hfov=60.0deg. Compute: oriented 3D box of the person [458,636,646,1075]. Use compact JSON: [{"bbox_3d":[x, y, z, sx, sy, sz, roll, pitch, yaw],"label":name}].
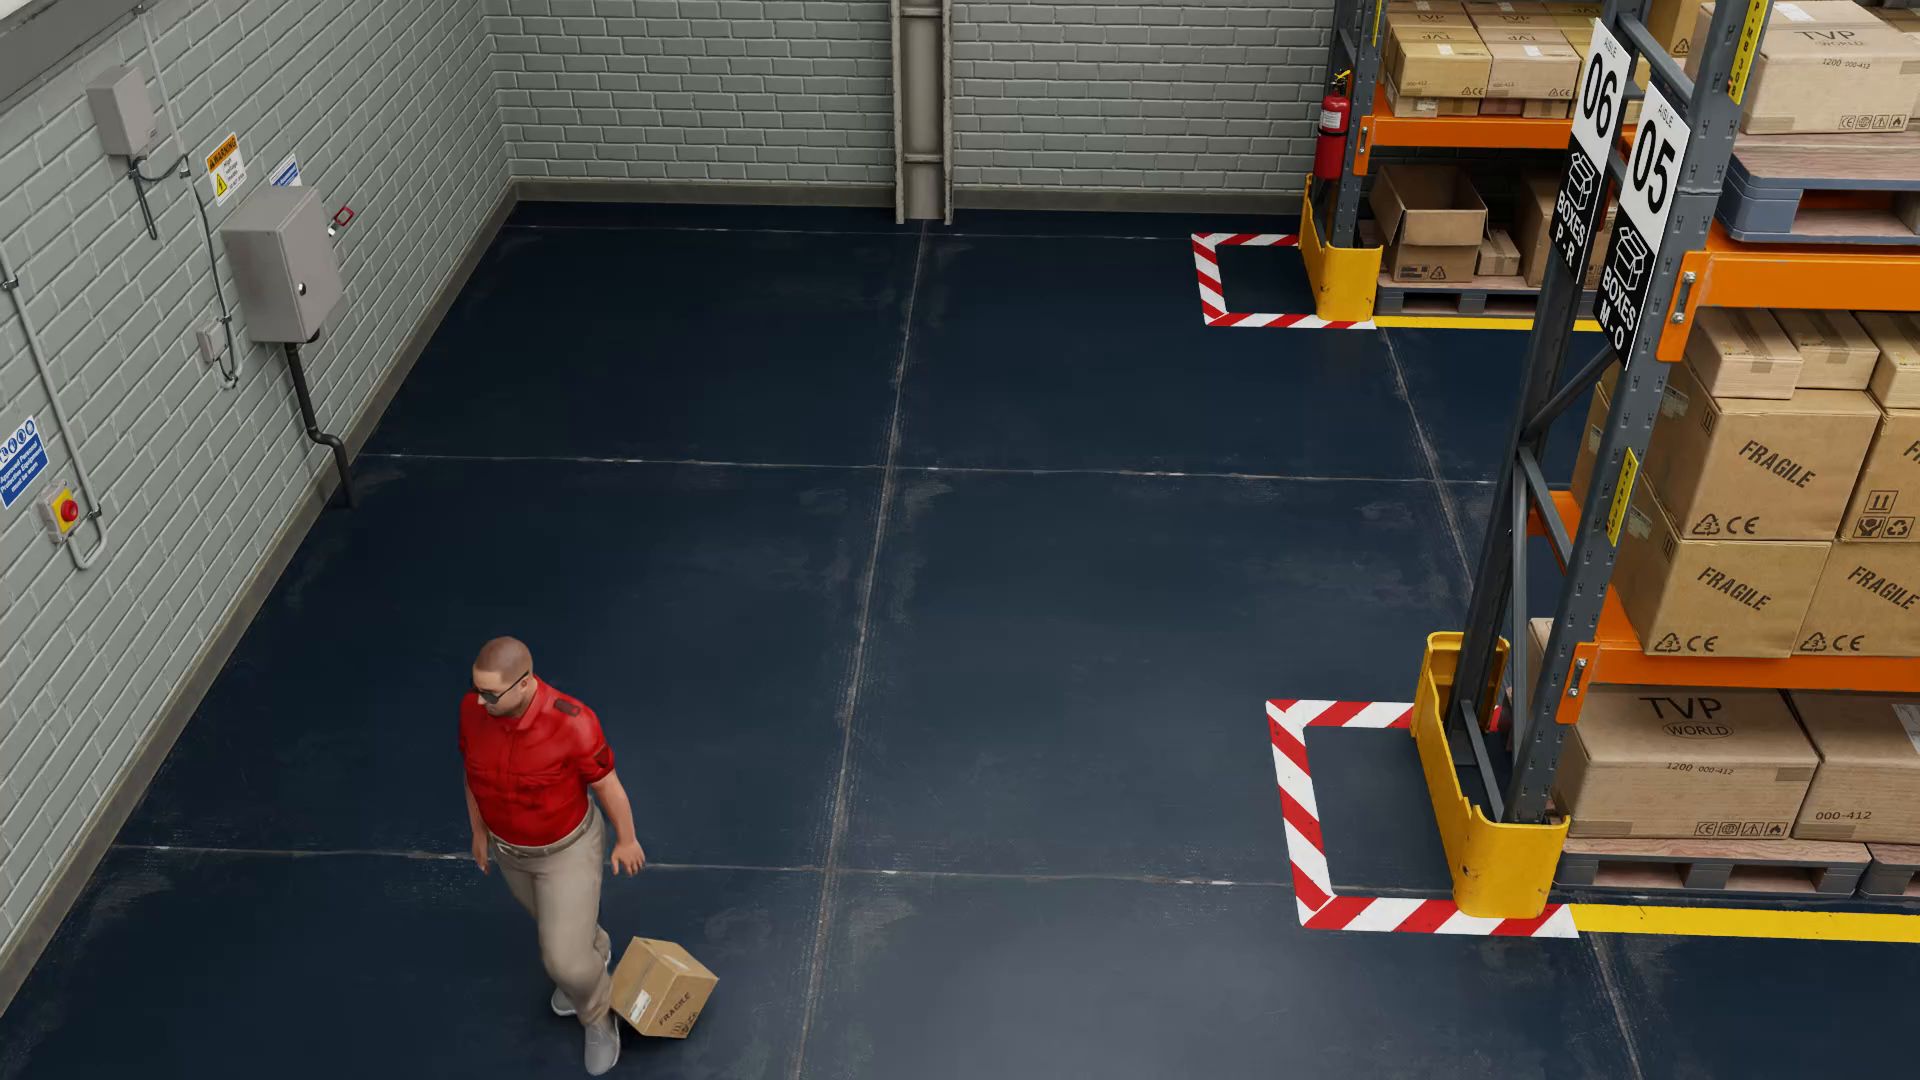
[{"bbox_3d":[-1.407,1.059,5.668,0.590,1.787,0.514,15,38,19],"label":"person"}]
